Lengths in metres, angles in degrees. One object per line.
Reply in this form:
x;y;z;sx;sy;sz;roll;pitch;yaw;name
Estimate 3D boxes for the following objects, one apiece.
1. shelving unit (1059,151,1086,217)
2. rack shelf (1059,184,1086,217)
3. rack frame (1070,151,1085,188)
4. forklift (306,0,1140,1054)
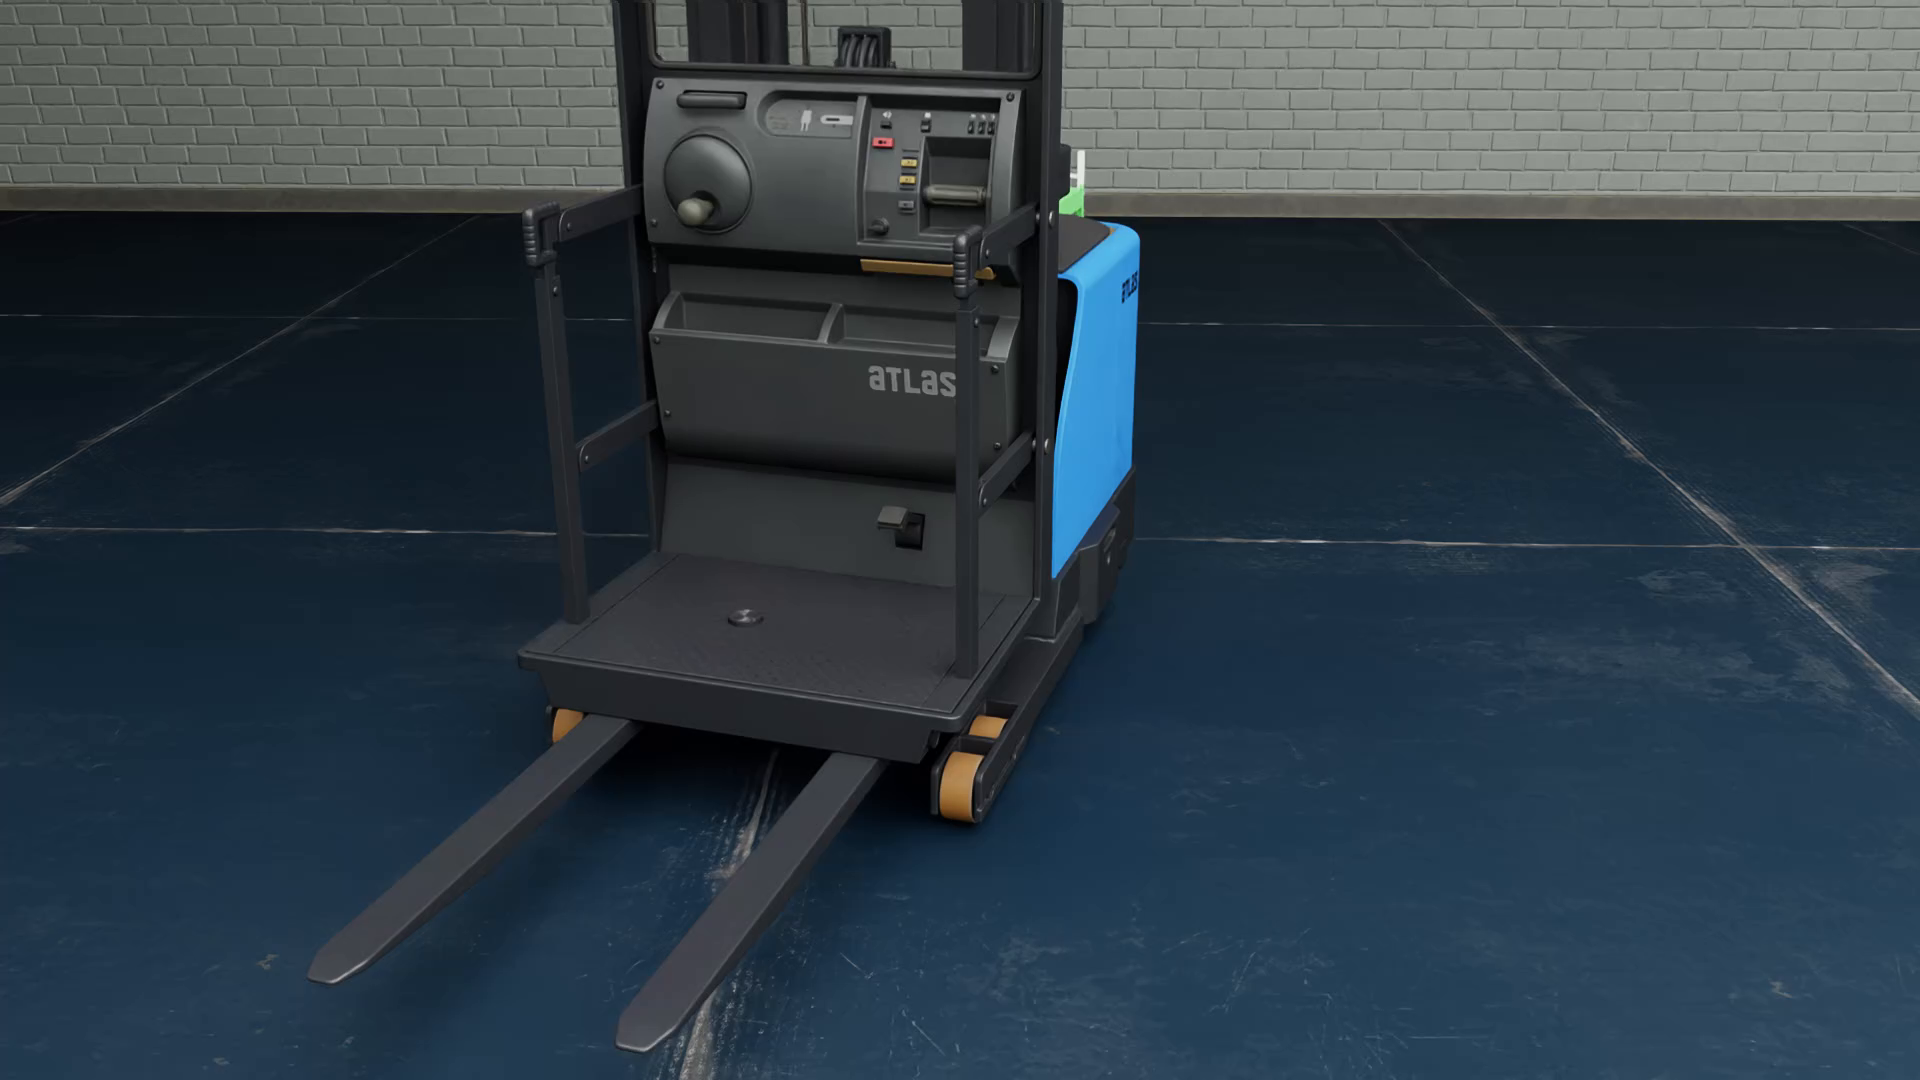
0.228;-0.672;5.603;0.258;1.200;0.503;7;22;16;shelving unit
0.228;-1.060;5.452;0.258;0.148;0.480;7;22;16;rack shelf
0.303;-0.756;5.819;0.240;1.200;0.015;7;22;16;rack frame
-0.375;-0.873;3.727;1.130;2.935;3.031;7;22;16;forklift
